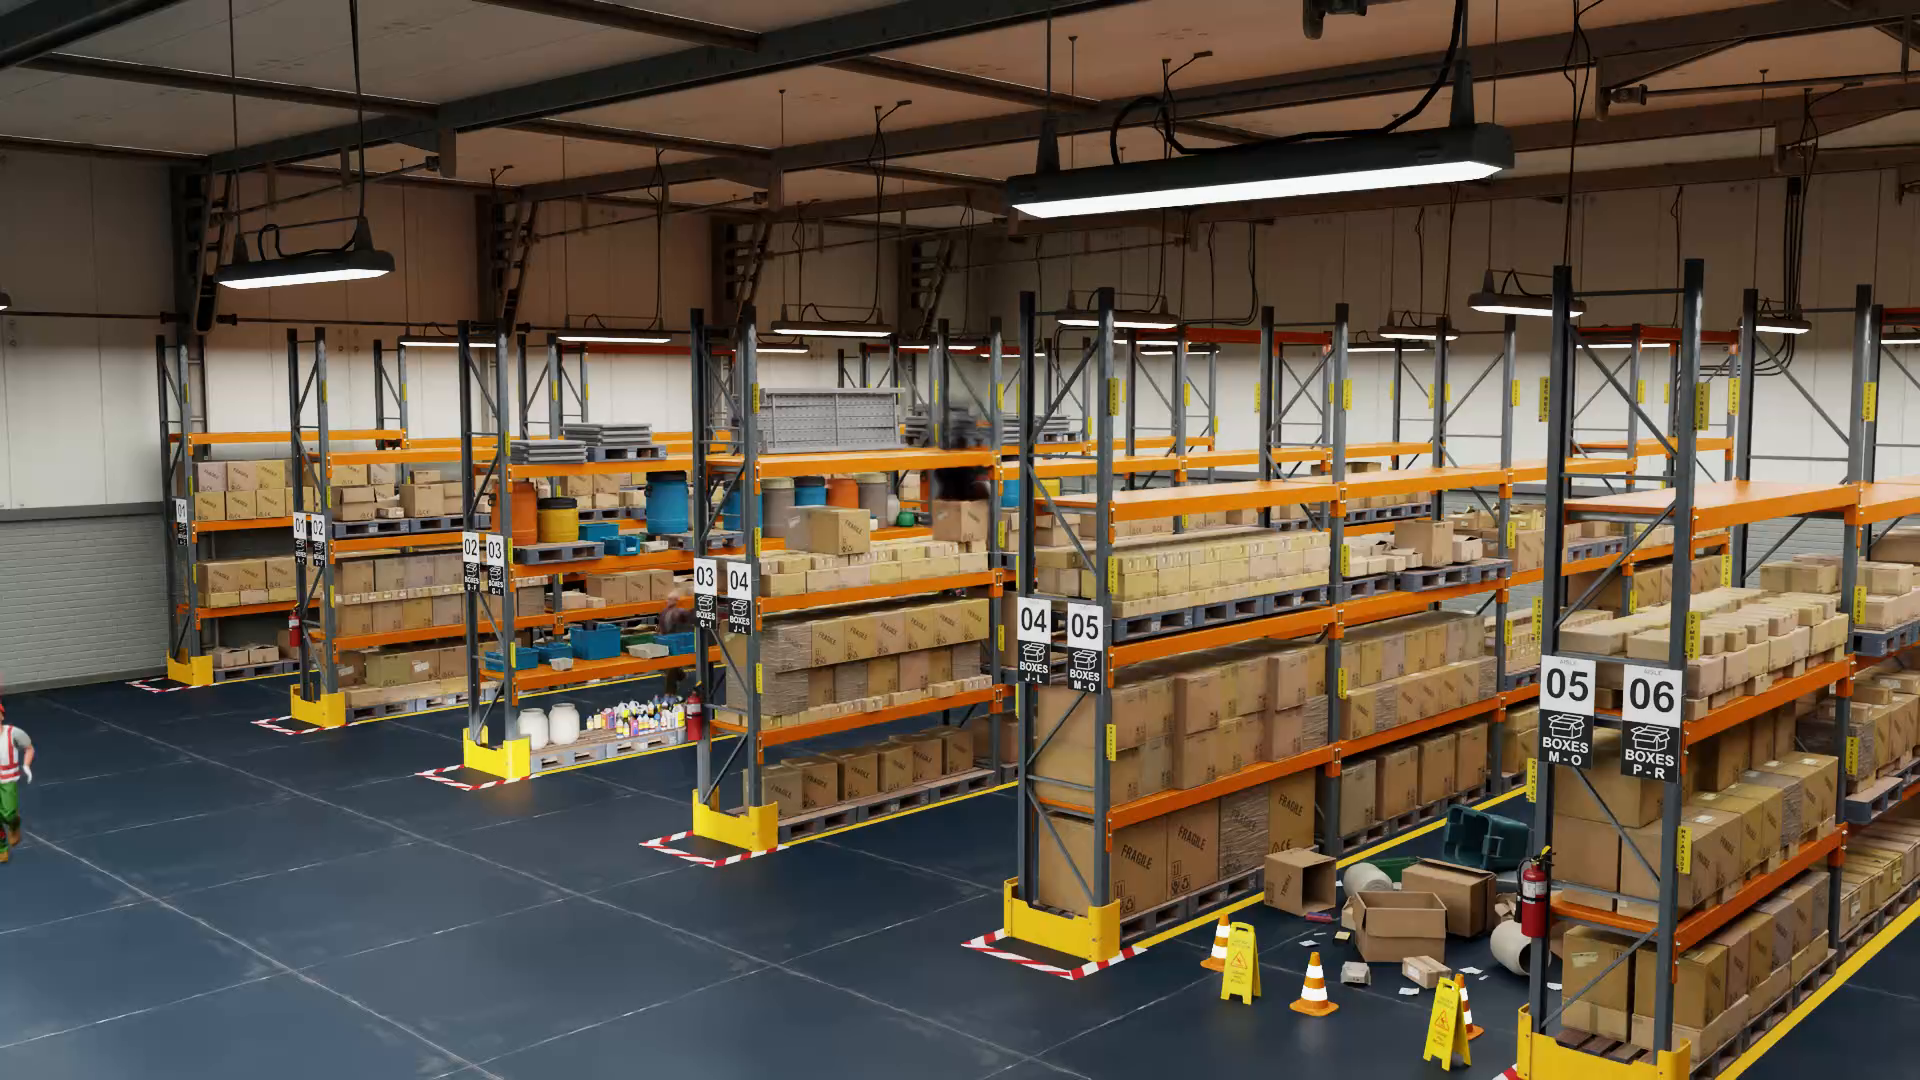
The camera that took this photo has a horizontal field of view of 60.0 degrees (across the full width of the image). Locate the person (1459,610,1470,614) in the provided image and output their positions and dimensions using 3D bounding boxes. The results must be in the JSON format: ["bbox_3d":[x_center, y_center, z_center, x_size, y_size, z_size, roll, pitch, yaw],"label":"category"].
[{"bbox_3d":[7.587,1.938,25.077,0.654,1.752,0.695,-4,7,-38],"label":"person"}]

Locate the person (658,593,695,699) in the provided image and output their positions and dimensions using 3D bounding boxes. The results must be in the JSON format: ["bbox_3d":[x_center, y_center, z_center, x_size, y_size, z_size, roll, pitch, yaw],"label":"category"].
[{"bbox_3d":[-4.664,1.734,27.318,0.738,1.765,0.770,3,6,31],"label":"person"}]

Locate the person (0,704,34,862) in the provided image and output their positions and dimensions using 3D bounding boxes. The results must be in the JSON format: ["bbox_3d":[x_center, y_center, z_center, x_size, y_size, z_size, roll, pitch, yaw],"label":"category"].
[{"bbox_3d":[-10.395,2.614,17.975,0.655,1.742,0.594,-2,6,-22],"label":"person"}]
